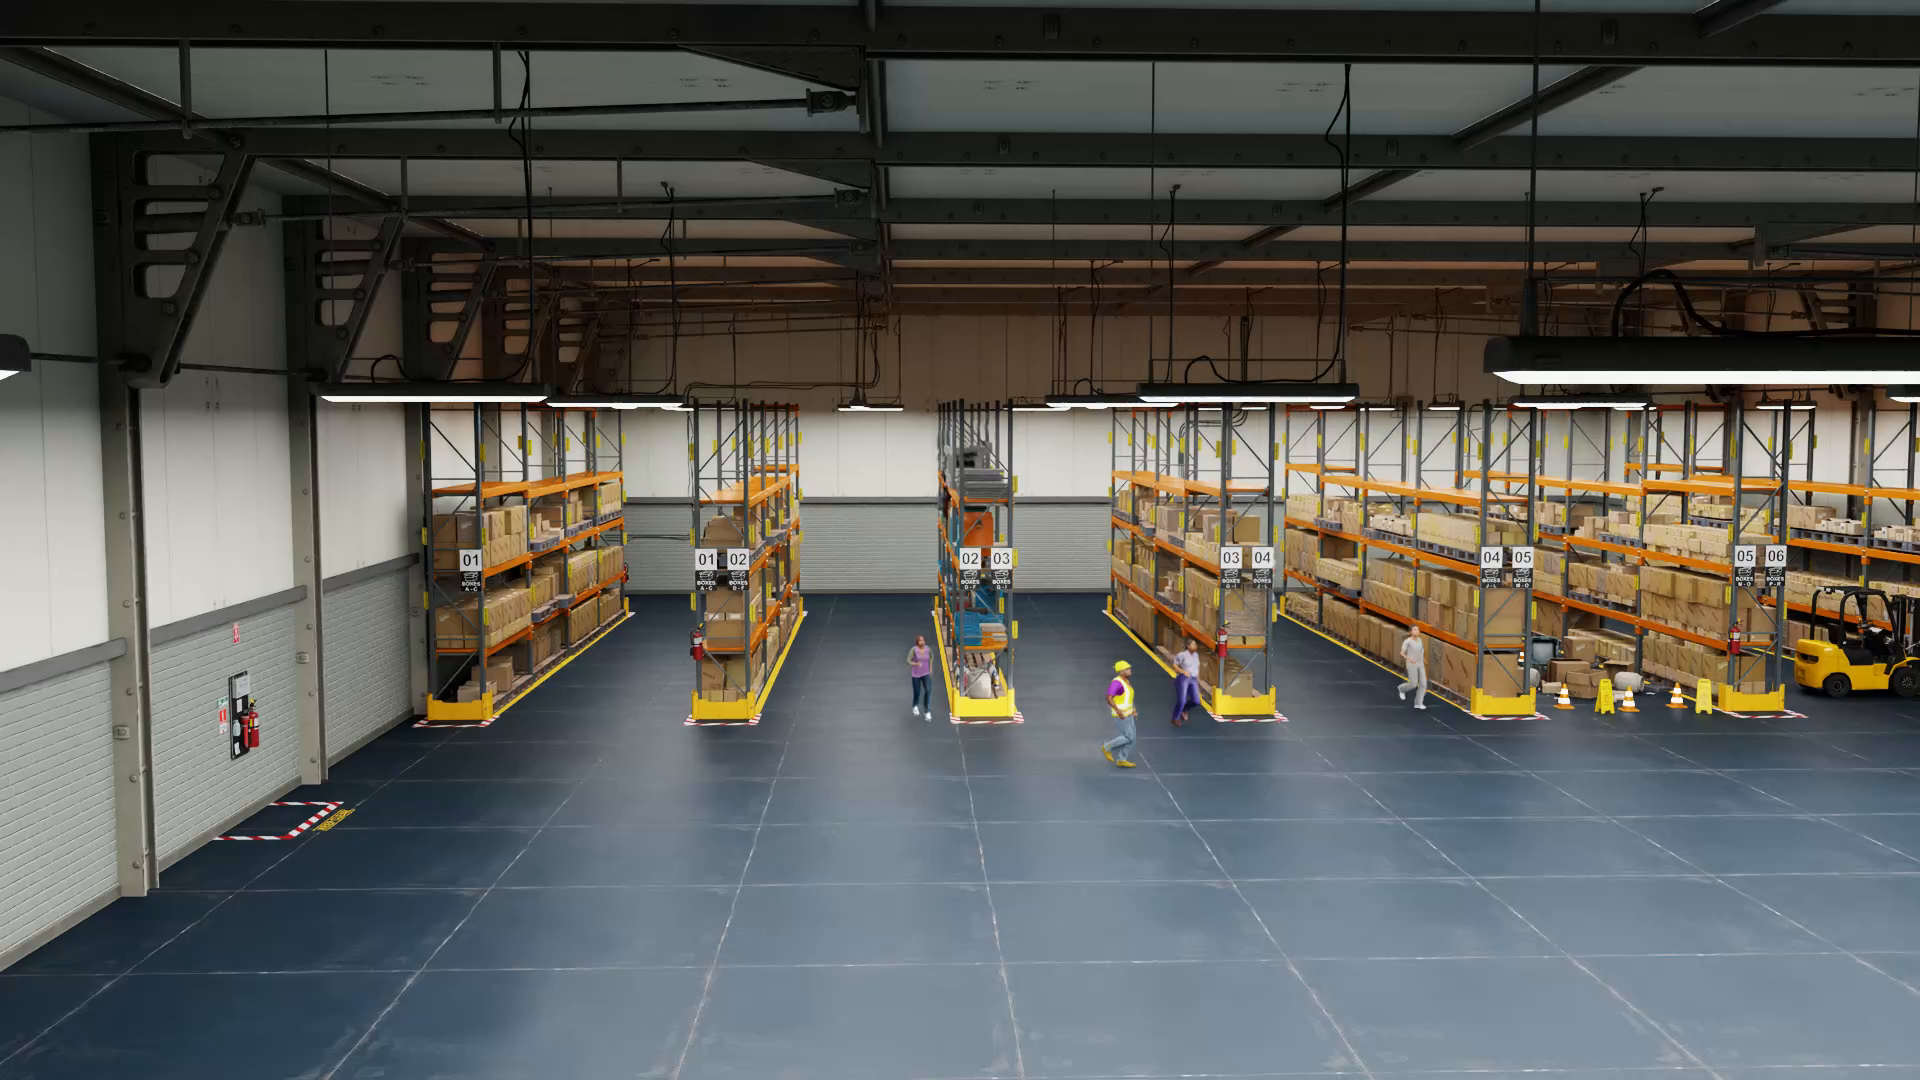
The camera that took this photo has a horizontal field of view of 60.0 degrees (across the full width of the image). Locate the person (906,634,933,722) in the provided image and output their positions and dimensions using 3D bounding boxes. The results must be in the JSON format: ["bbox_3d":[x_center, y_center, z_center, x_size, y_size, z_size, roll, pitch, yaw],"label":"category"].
[{"bbox_3d":[-0.748,2.616,31.212,0.562,1.525,0.795,-1,4,-13],"label":"person"}]

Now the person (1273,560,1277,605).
[{"bbox_3d":[8.984,1.167,48.520,0.755,1.827,0.663,-2,5,-28],"label":"person"}]

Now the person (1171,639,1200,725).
[{"bbox_3d":[4.229,2.613,30.667,0.608,1.577,0.497,-2,5,-23],"label":"person"}]

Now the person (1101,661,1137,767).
[{"bbox_3d":[2.587,2.817,26.976,0.558,1.727,0.713,2,5,23],"label":"person"}]

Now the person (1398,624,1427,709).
[{"bbox_3d":[8.844,2.449,32.347,0.564,1.621,0.768,-2,5,-21],"label":"person"}]
